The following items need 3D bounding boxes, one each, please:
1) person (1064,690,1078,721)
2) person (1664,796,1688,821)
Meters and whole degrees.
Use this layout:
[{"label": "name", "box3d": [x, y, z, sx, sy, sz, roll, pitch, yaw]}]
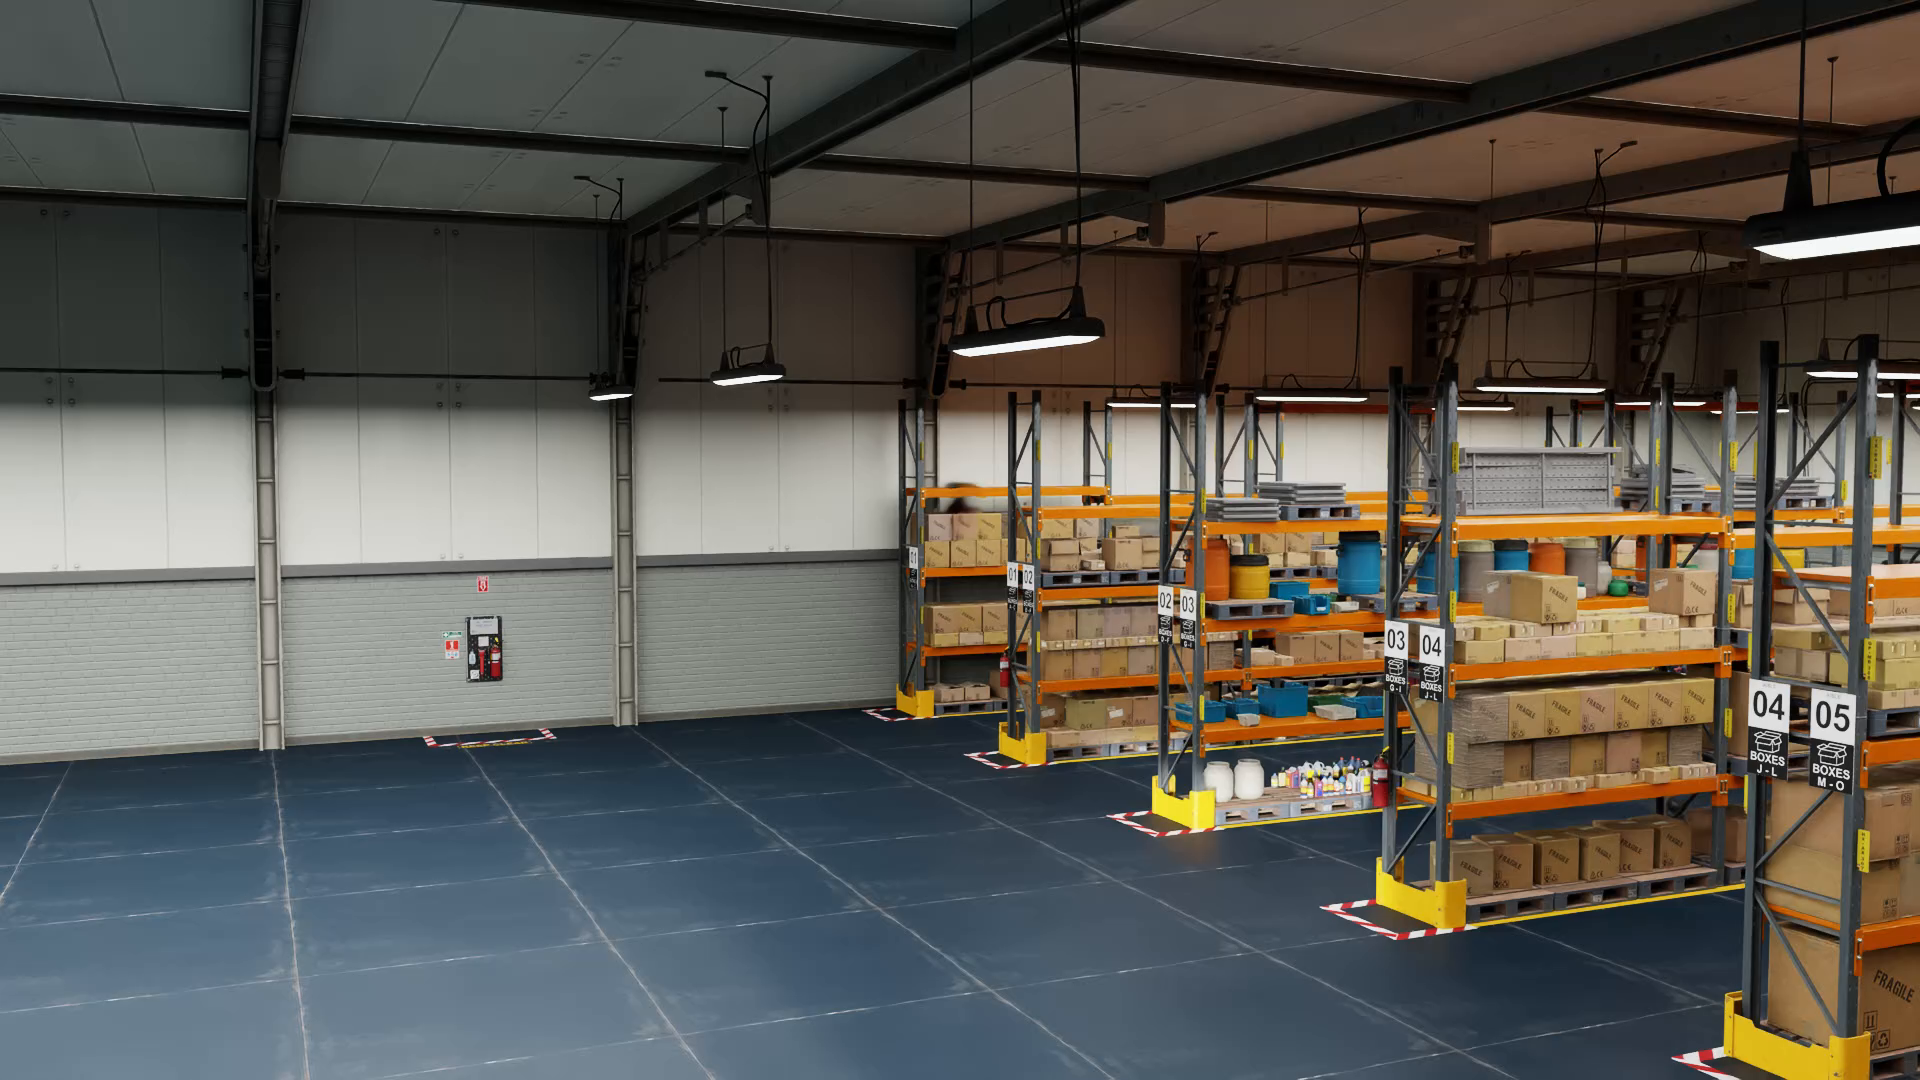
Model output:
[{"label": "person", "box3d": [2.033, 2.562, 30.321, 0.960, 1.677, 0.617, -3, 5, -44]}, {"label": "person", "box3d": [9.272, 3.110, 21.622, 0.823, 1.556, 0.497, -1, 4, -23]}]
